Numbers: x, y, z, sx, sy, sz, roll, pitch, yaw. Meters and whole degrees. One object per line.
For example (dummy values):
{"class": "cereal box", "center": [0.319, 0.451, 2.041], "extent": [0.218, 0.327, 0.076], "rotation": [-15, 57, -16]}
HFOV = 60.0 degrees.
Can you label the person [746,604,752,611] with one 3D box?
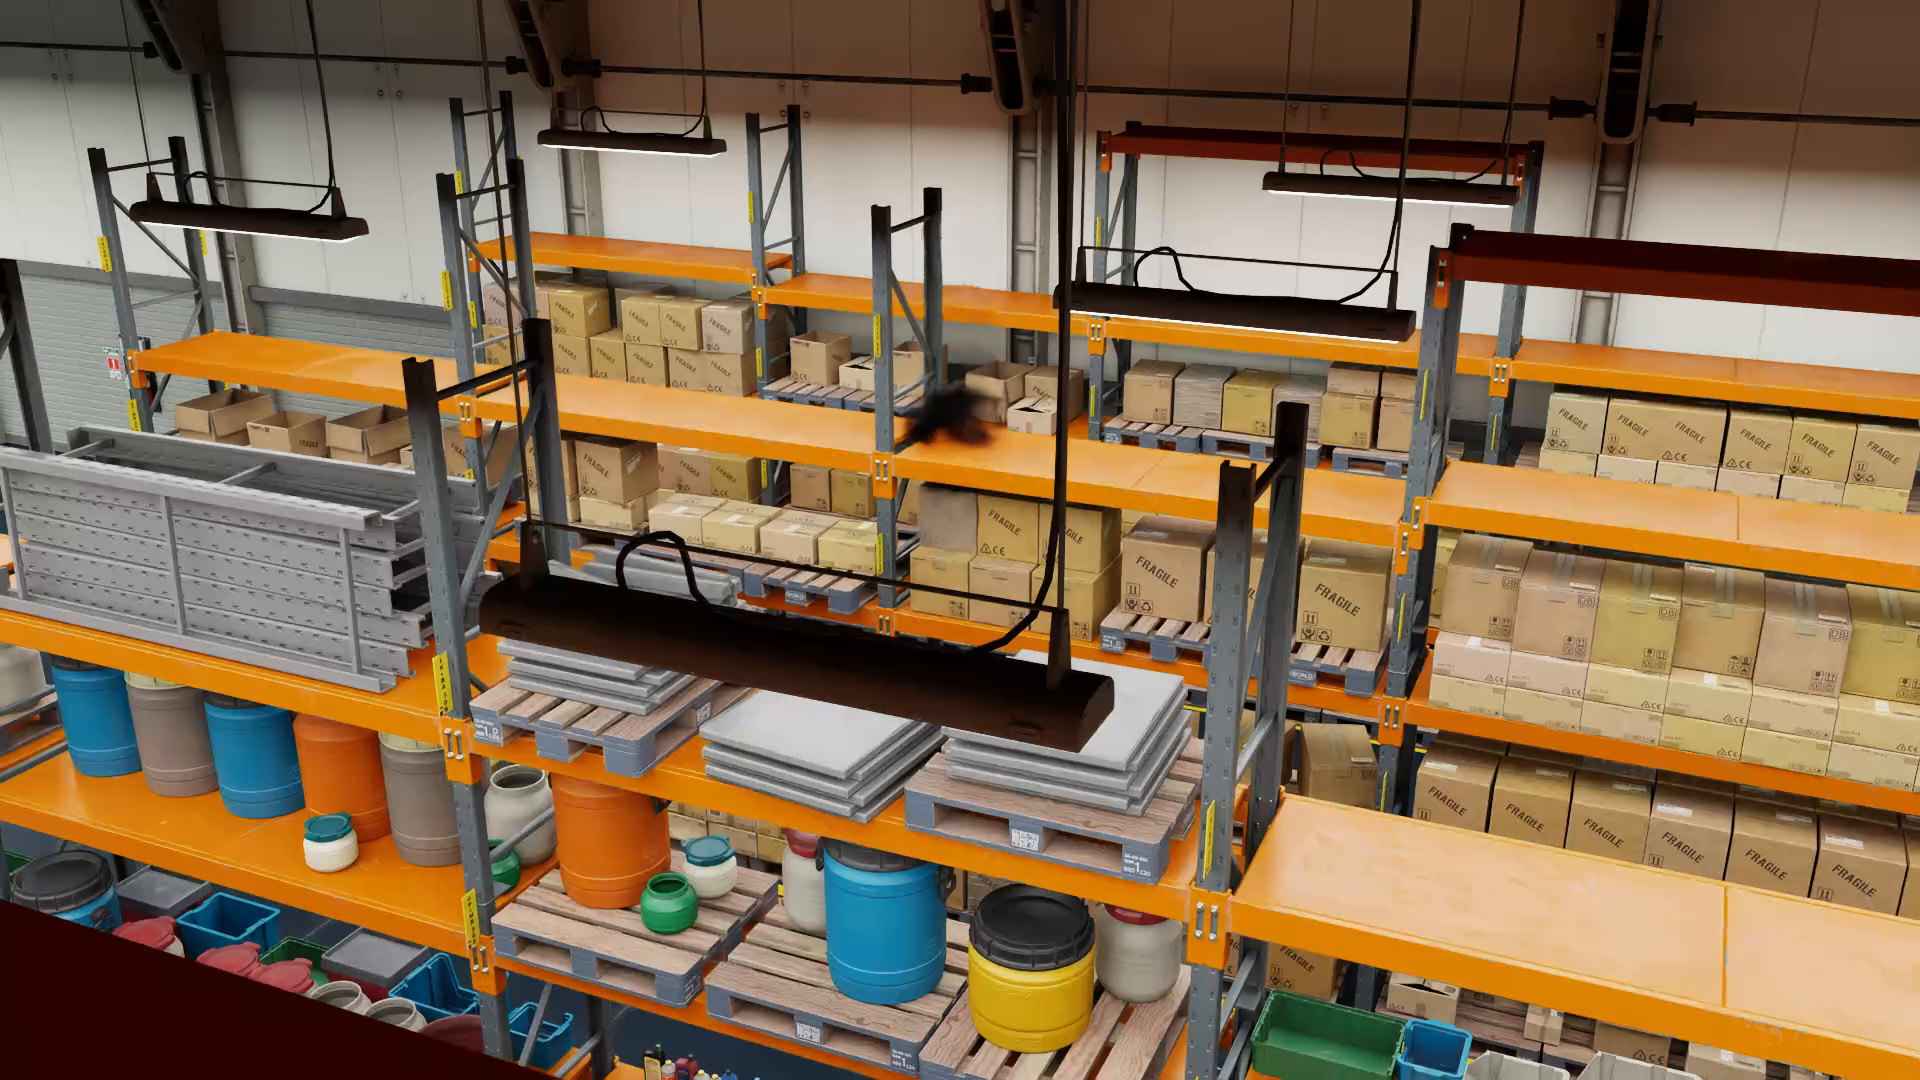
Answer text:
{"class": "person", "center": [-2.286, 1.191, 16.927], "extent": [0.635, 1.745, 0.668], "rotation": [4, 21, 11]}
